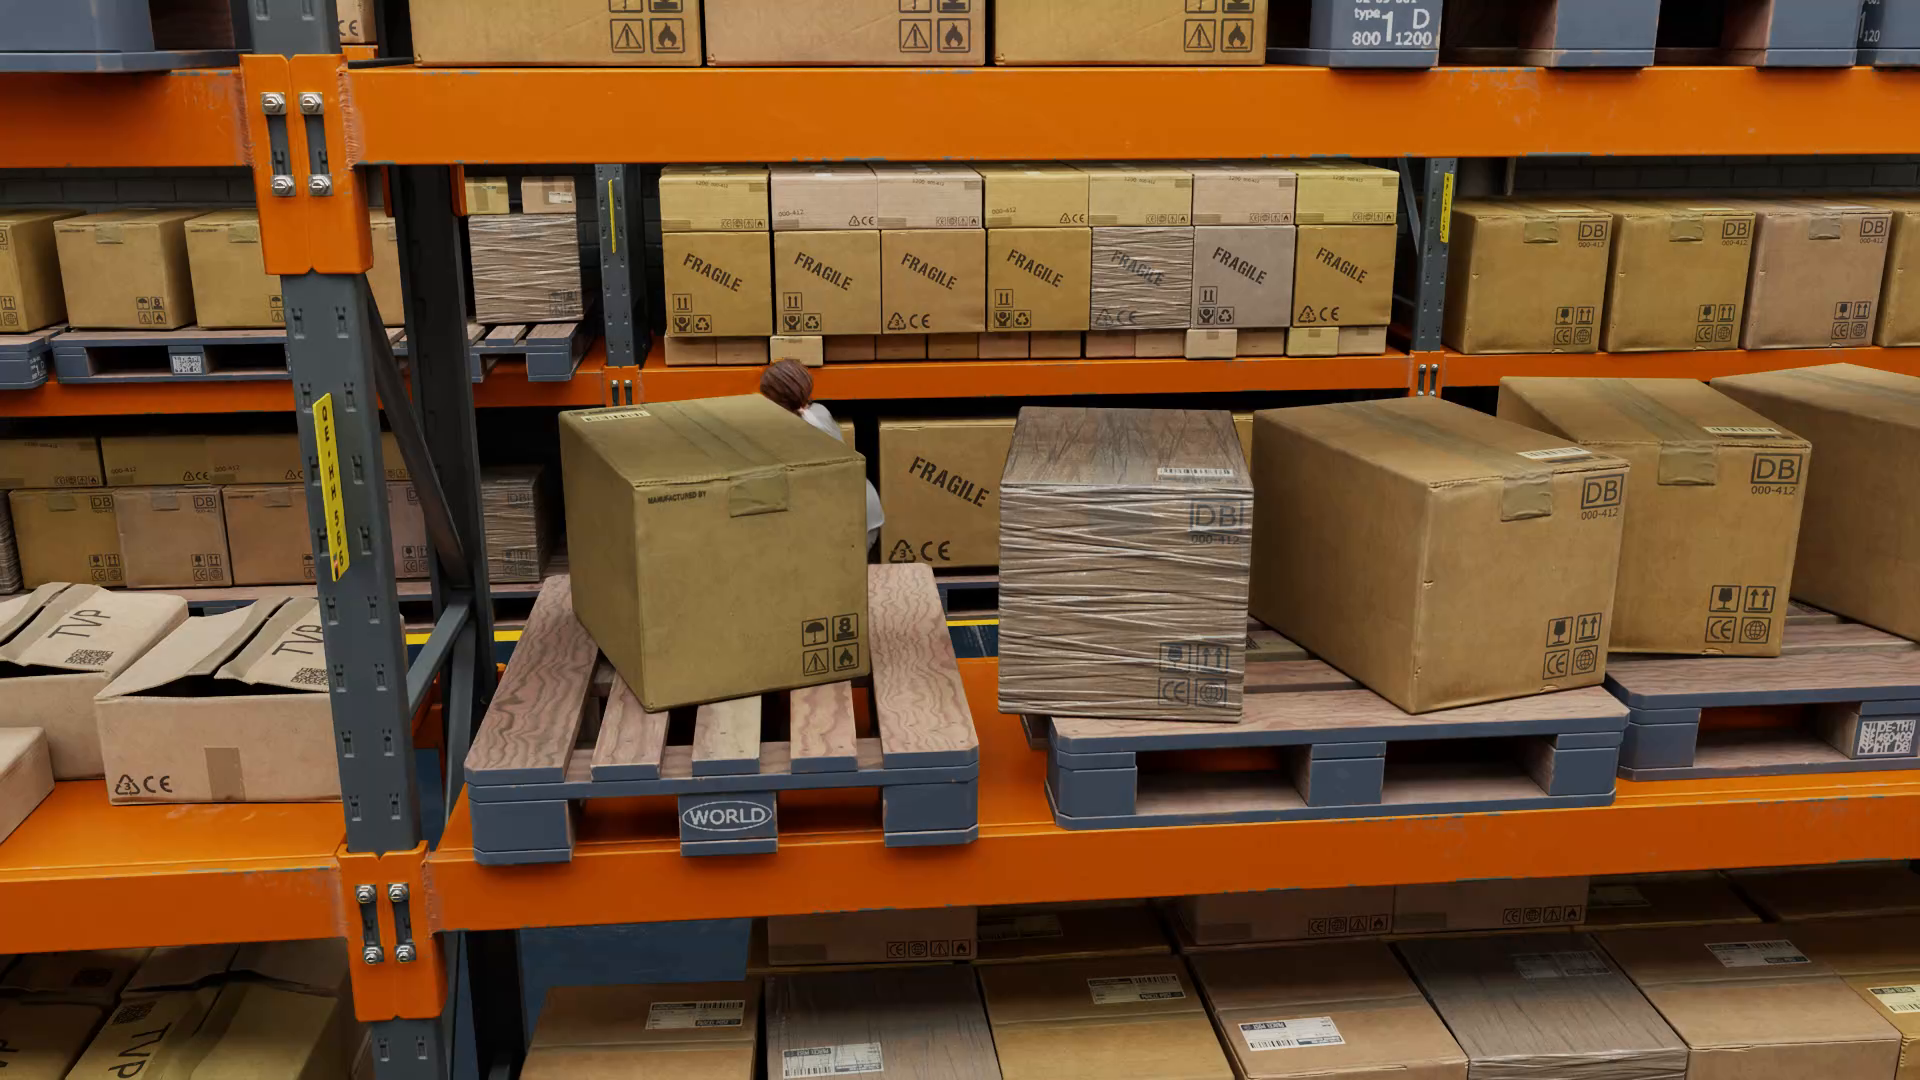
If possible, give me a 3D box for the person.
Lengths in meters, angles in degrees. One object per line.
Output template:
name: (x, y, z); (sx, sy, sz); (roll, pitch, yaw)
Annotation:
person: (-0.597, -0.027, 7.268); (0.541, 1.535, 0.373); (-2, 17, -7)
